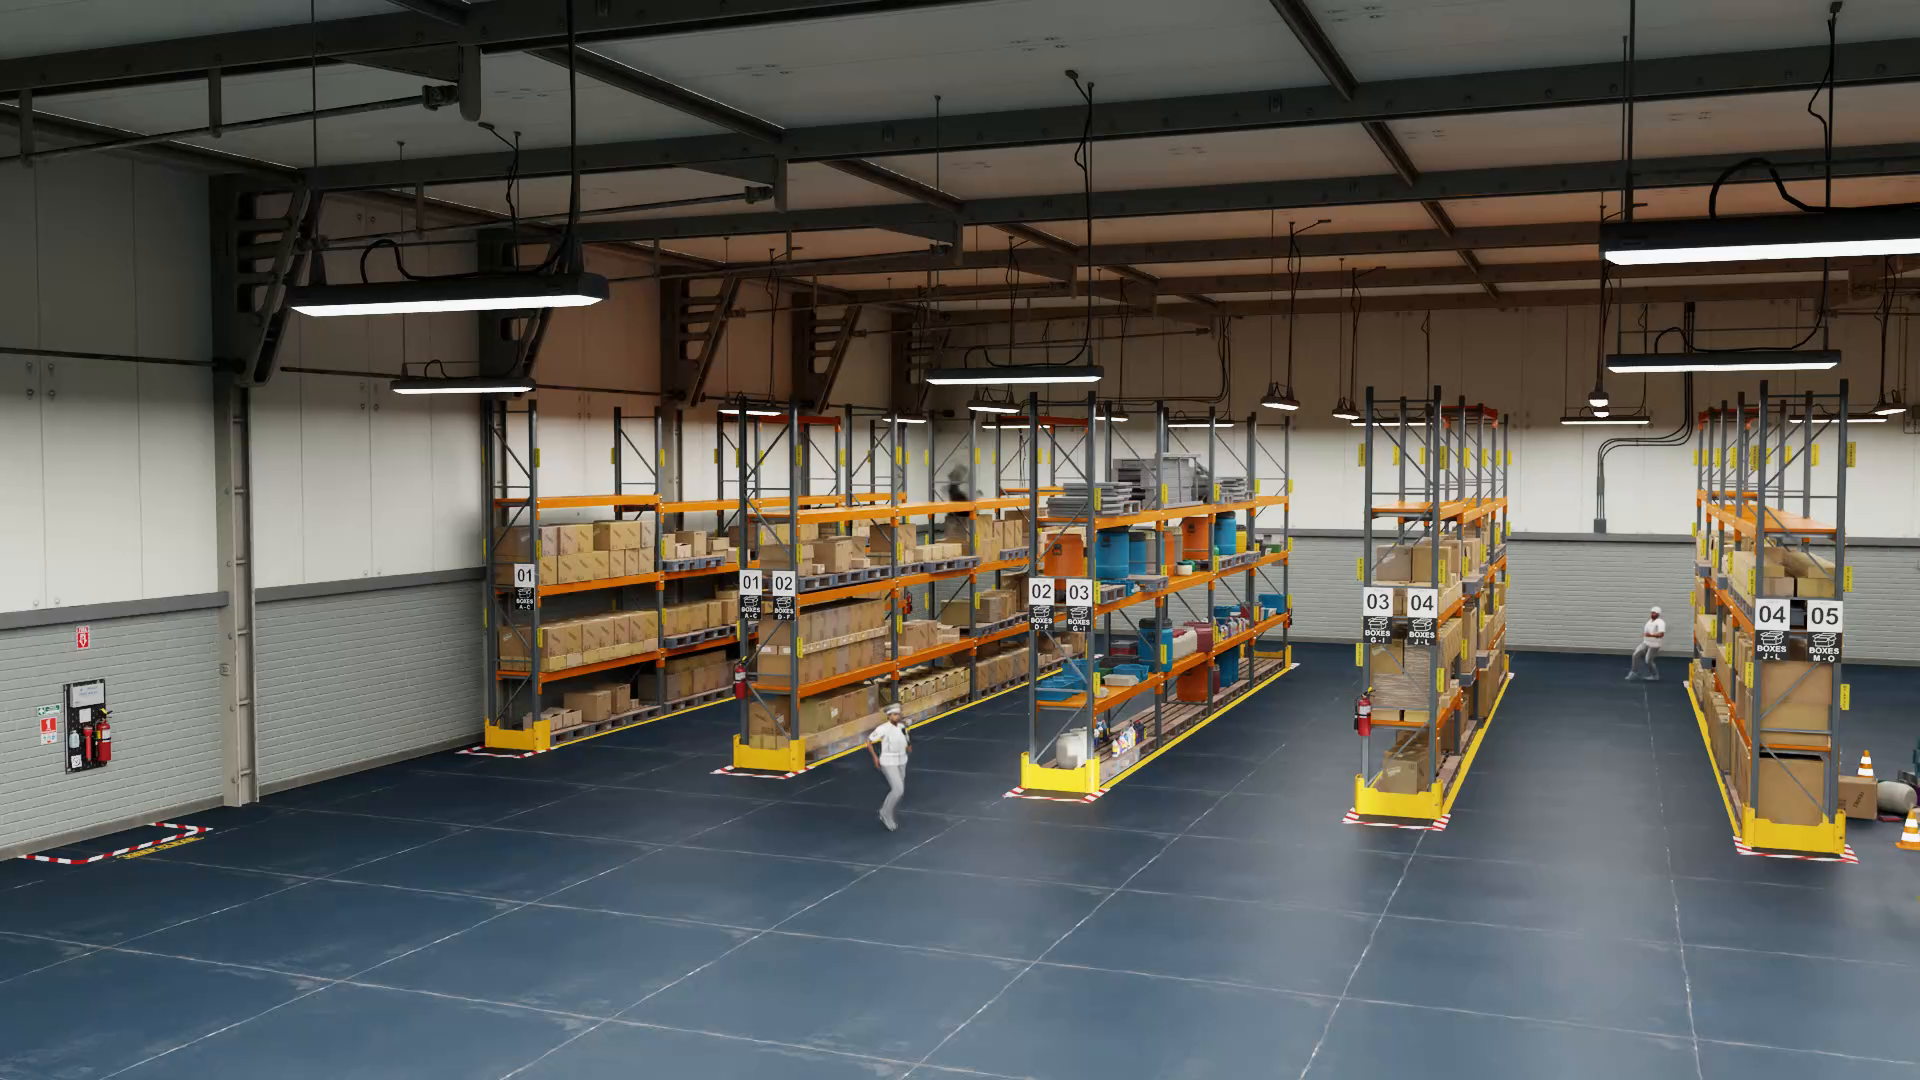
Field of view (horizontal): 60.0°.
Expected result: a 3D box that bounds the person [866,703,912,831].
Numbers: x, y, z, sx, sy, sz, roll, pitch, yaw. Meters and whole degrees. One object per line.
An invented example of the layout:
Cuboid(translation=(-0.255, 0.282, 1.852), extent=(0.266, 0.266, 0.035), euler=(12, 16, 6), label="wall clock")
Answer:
Cuboid(translation=(-0.887, 3.053, 22.416), extent=(0.545, 1.711, 0.686), euler=(-3, 4, -44), label="person")

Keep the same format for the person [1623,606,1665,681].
Cuboid(translation=(15.389, 2.334, 37.202), extent=(0.749, 1.714, 0.765), euler=(-1, 3, -12), label="person")
